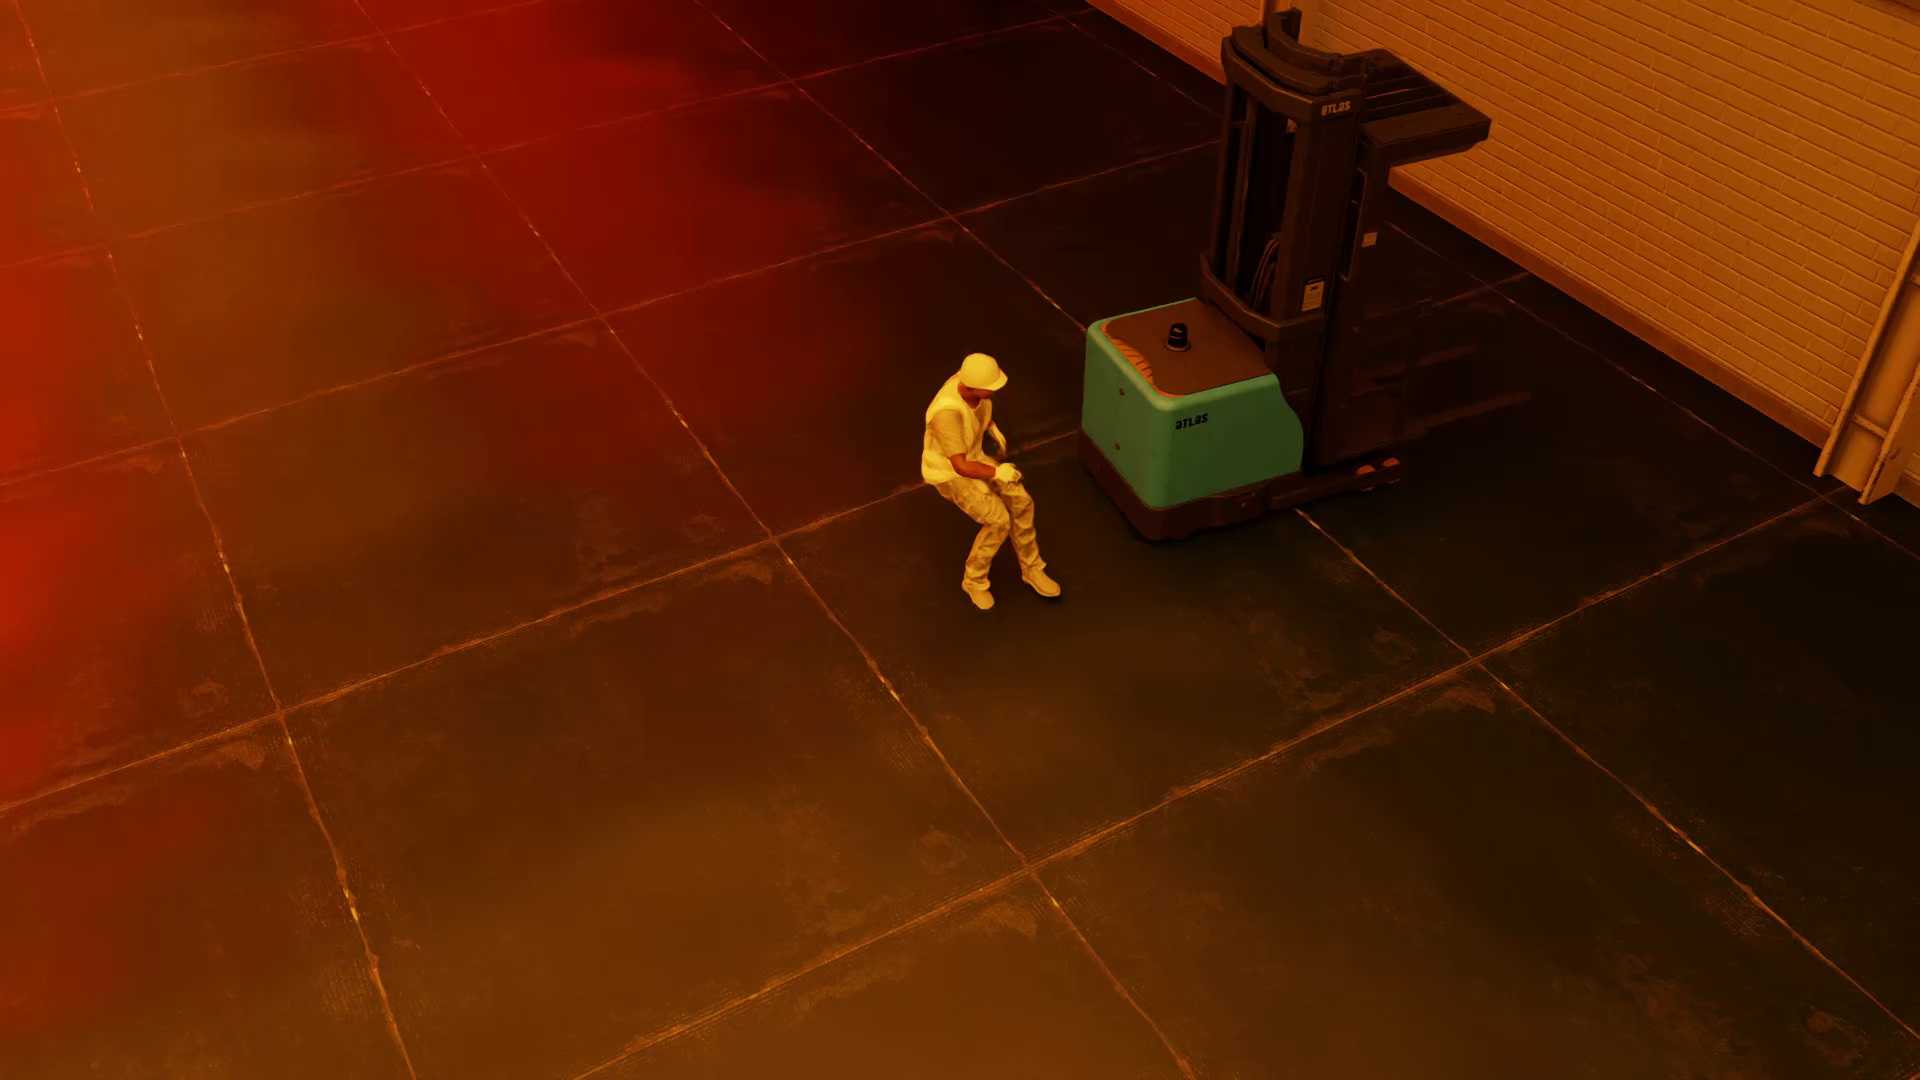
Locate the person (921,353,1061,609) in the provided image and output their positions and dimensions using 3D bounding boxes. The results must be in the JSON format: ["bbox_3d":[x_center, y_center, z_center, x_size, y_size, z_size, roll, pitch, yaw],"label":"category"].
[{"bbox_3d":[0.228,-0.398,9.684,0.919,1.562,0.818,15,42,18],"label":"person"}]

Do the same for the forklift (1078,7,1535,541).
[{"bbox_3d":[2.335,-1.738,10.131,3.031,2.935,1.130,-15,42,-18],"label":"forklift"}]
